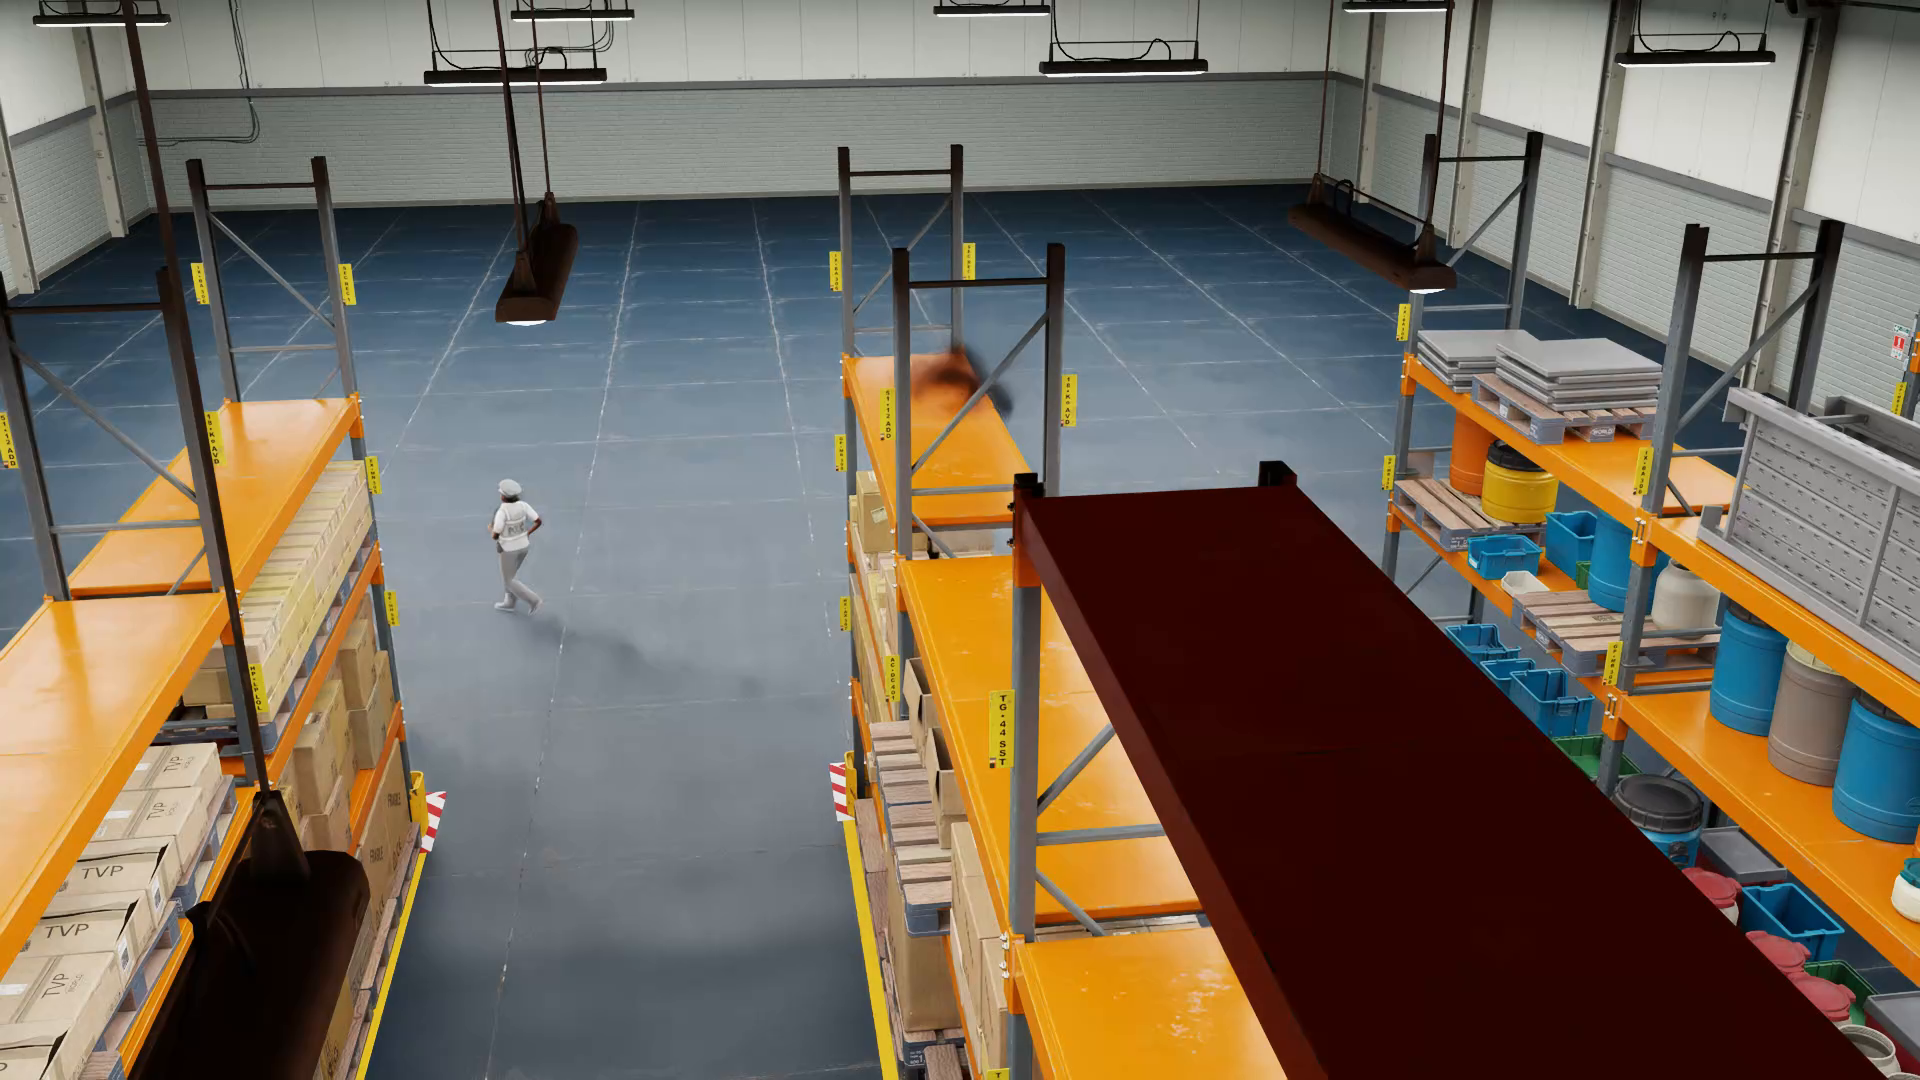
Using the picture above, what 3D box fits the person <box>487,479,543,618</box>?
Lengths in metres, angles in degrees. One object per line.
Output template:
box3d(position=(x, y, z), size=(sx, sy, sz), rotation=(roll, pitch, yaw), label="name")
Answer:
box3d(position=(-5.127, 0.096, 19.107), size=(0.831, 1.671, 0.587), rotation=(12, 25, 29), label="person")
